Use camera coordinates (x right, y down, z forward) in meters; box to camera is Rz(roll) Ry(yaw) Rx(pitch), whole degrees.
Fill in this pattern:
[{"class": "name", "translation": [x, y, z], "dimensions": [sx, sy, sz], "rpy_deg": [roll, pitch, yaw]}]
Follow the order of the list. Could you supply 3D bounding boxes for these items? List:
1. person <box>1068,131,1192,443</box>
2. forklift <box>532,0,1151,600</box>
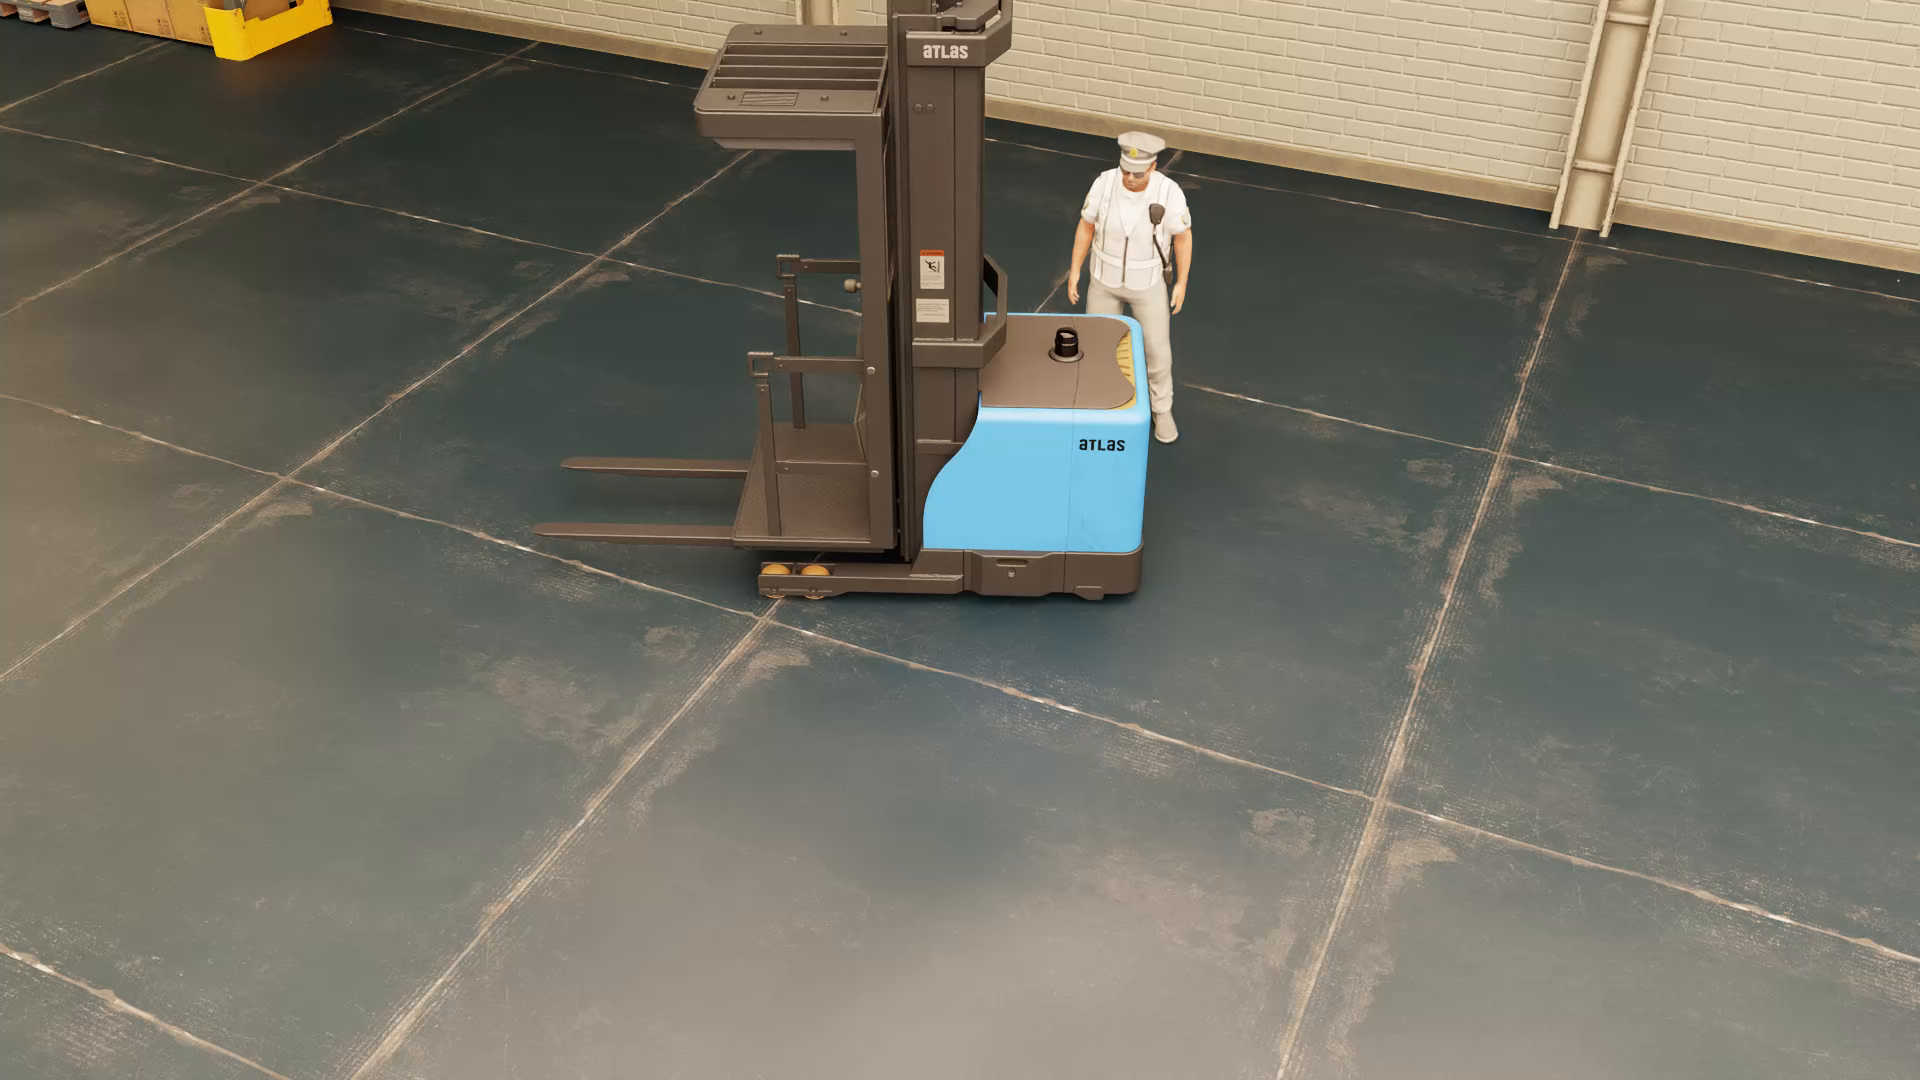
[{"class": "person", "translation": [0.931, -1.395, 9.062], "dimensions": [0.674, 1.756, 0.476], "rpy_deg": [8, 36, 12]}, {"class": "forklift", "translation": [-0.608, -1.208, 7.780], "dimensions": [3.031, 2.935, 1.130], "rpy_deg": [1, 36, 2]}]
